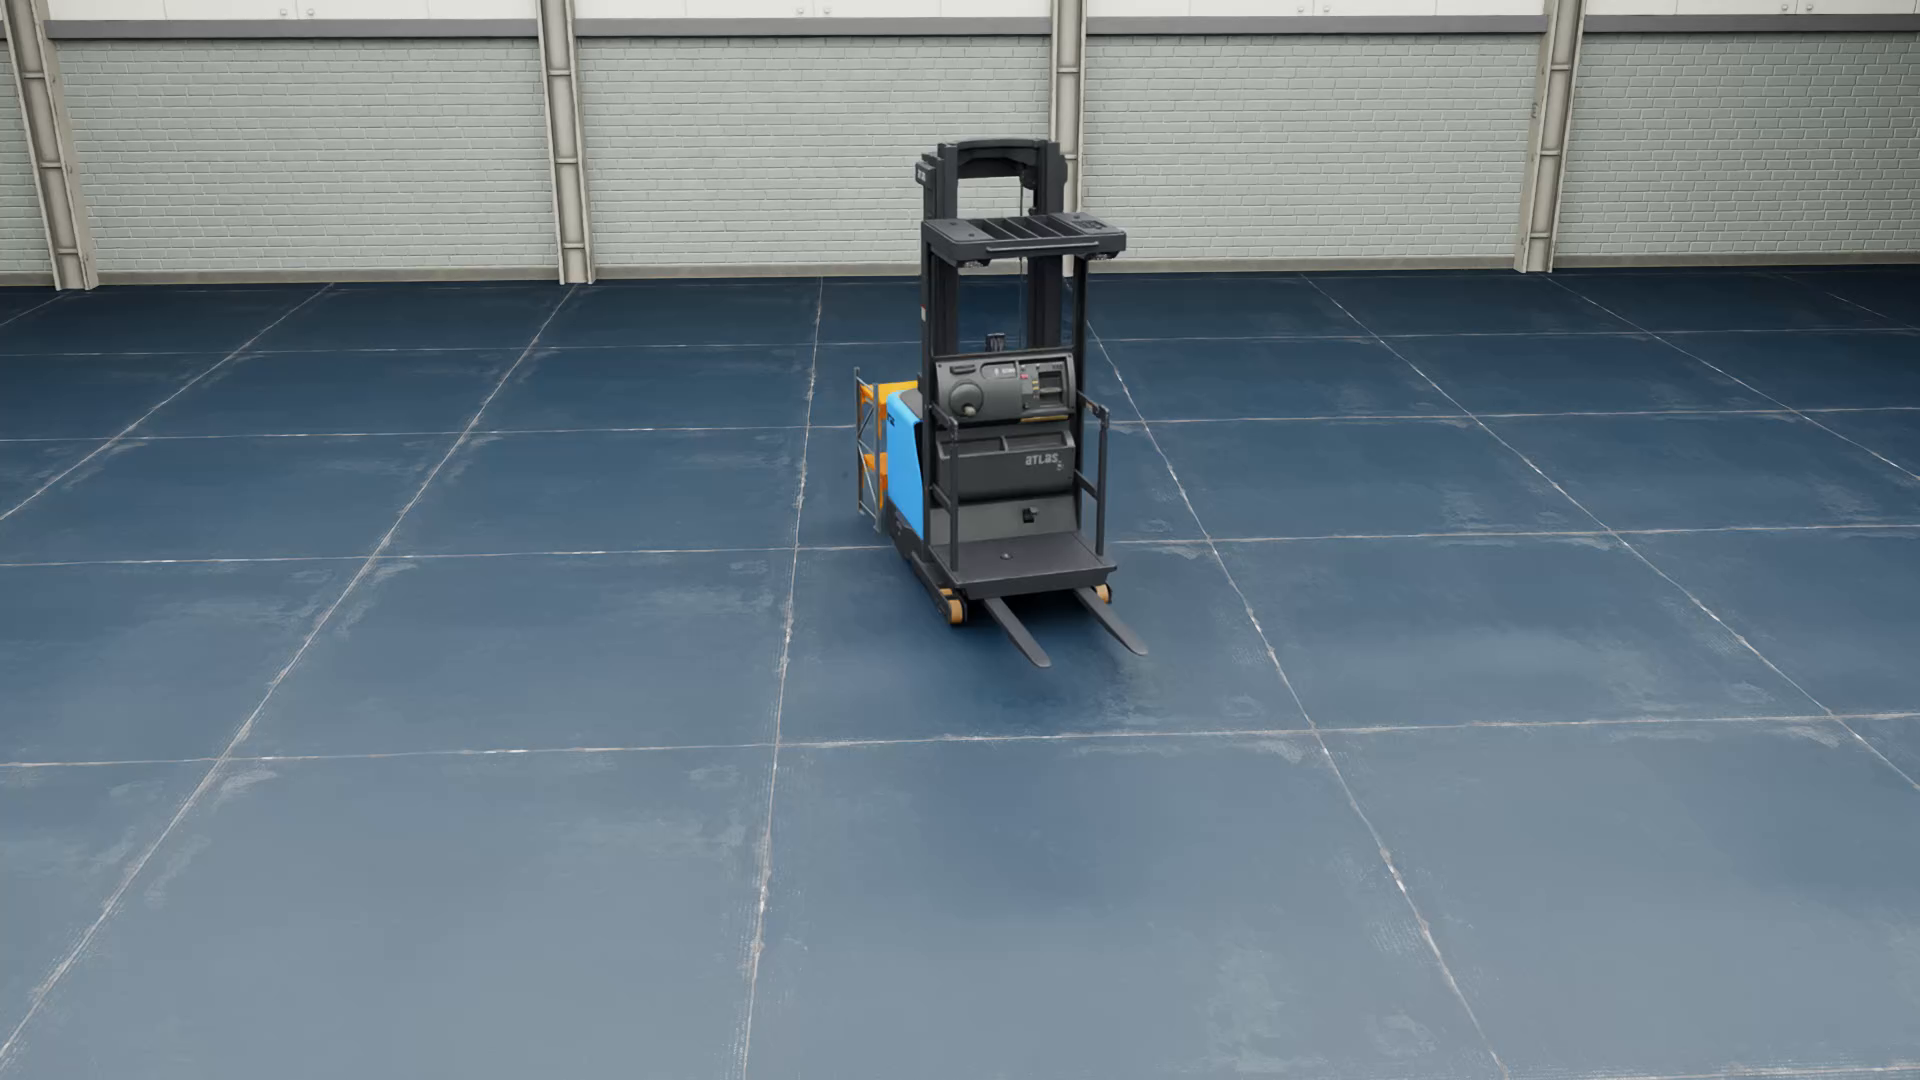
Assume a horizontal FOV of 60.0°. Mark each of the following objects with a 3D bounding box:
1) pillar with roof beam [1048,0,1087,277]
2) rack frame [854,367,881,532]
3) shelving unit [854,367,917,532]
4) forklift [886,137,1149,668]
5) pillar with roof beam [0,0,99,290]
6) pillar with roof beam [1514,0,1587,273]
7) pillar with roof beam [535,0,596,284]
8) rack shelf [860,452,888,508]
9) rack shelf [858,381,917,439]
[{"bbox_3d":[1.529,-5.985,15.194,0.400,9.000,9.100,-1,21,-3],"label":"pillar with roof beam"},{"bbox_3d":[-0.684,-0.673,12.308,0.032,1.125,0.500,-8,22,-19],"label":"rack frame"},{"bbox_3d":[-0.208,-0.737,12.476,1.048,1.125,0.538,-8,22,-19],"label":"shelving unit"},{"bbox_3d":[0.361,-0.979,10.573,1.130,2.935,3.031,-6,22,-15],"label":"forklift"},{"bbox_3d":[-10.451,-5.741,14.554,0.400,9.000,9.100,-1,21,-3],"label":"pillar with roof beam"},{"bbox_3d":[7.519,-6.107,15.514,0.400,9.000,9.100,-1,21,-3],"label":"pillar with roof beam"},{"bbox_3d":[-4.461,-5.863,14.874,0.400,9.000,9.100,-1,21,-3],"label":"pillar with roof beam"},{"bbox_3d":[-0.208,-0.508,12.563,1.000,0.278,0.538,-8,22,-19],"label":"rack shelf"},{"bbox_3d":[-0.208,-1.010,12.371,1.000,0.278,0.538,-8,22,-19],"label":"rack shelf"}]
